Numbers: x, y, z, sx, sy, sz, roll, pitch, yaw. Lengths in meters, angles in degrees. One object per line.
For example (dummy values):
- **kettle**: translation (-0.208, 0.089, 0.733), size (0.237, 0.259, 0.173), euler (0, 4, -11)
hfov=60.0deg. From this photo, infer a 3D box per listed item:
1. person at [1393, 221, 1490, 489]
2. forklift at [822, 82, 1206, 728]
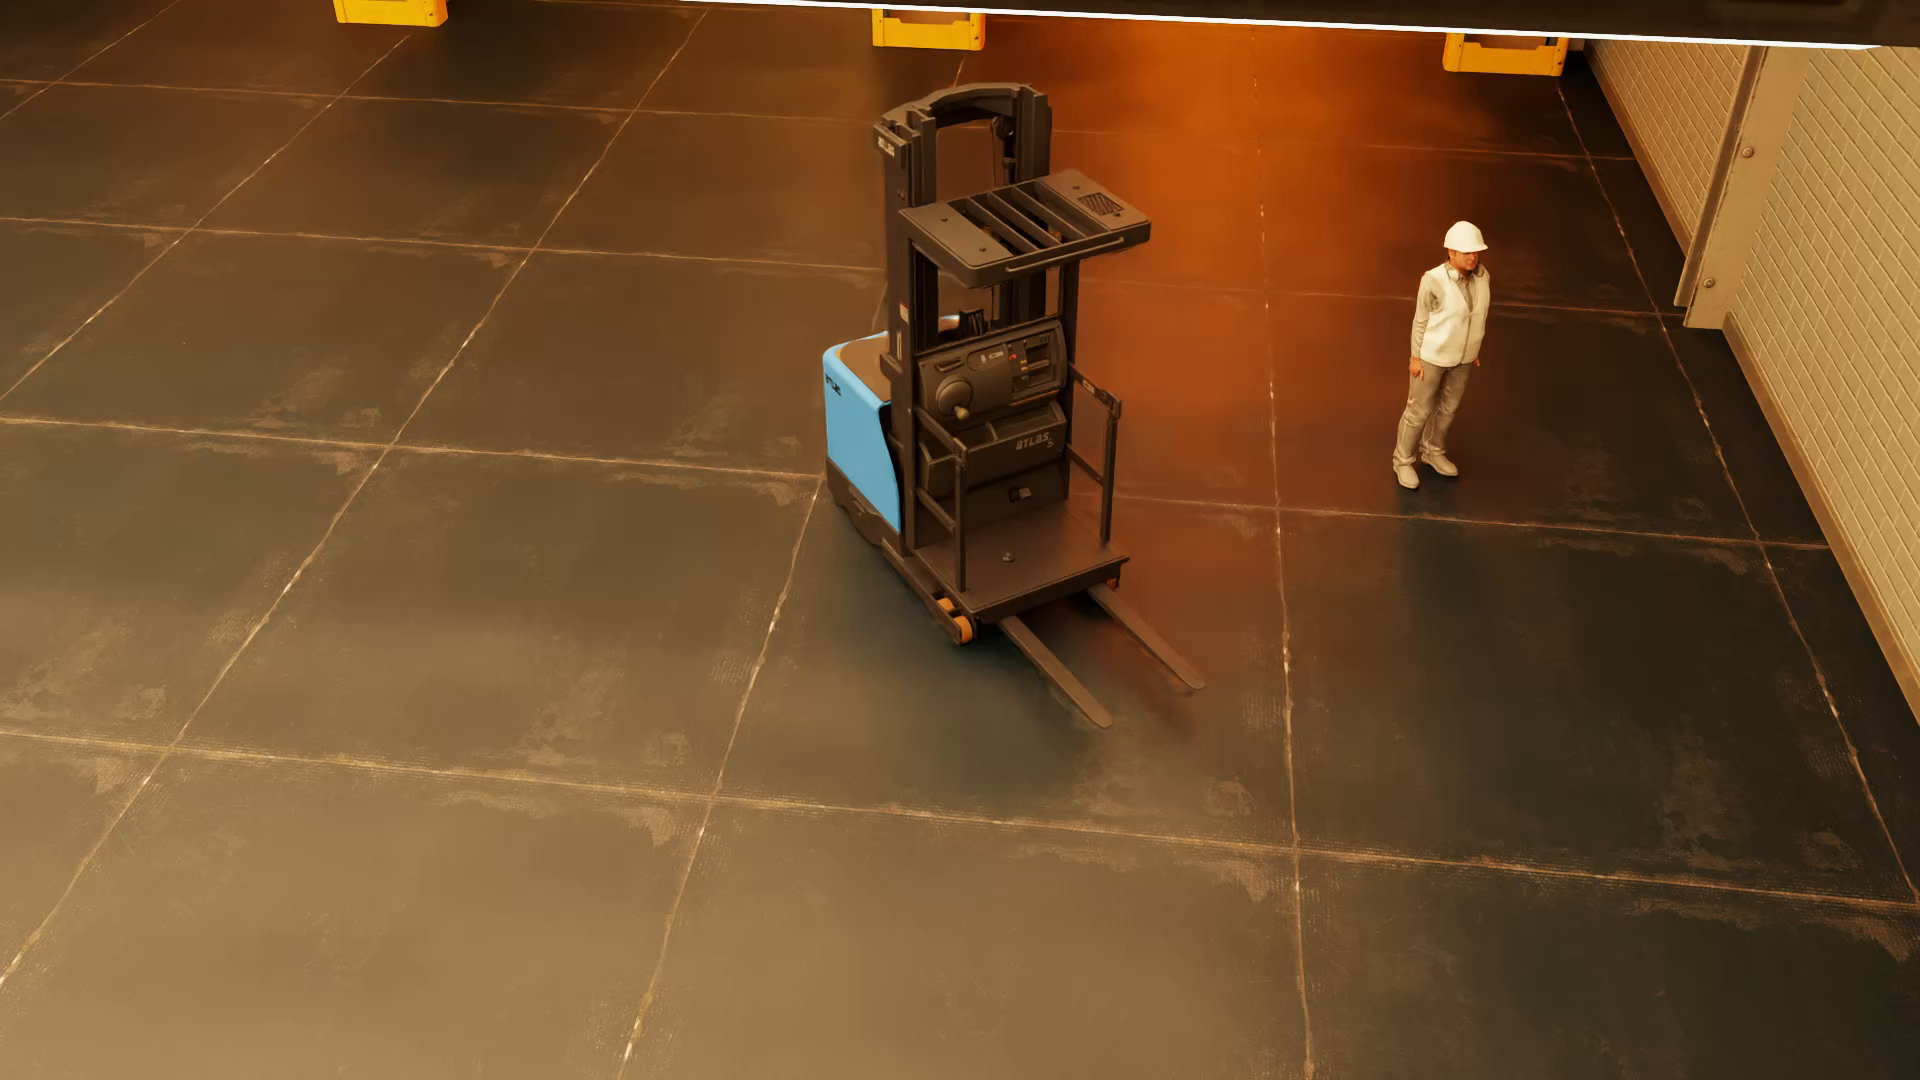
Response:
- **person**: translation (3.109, -1.188, 10.618), size (0.525, 1.776, 0.375), euler (-15, 39, -19)
- **forklift**: translation (0.299, -0.885, 9.231), size (1.130, 2.935, 3.031), euler (-19, 40, -24)
